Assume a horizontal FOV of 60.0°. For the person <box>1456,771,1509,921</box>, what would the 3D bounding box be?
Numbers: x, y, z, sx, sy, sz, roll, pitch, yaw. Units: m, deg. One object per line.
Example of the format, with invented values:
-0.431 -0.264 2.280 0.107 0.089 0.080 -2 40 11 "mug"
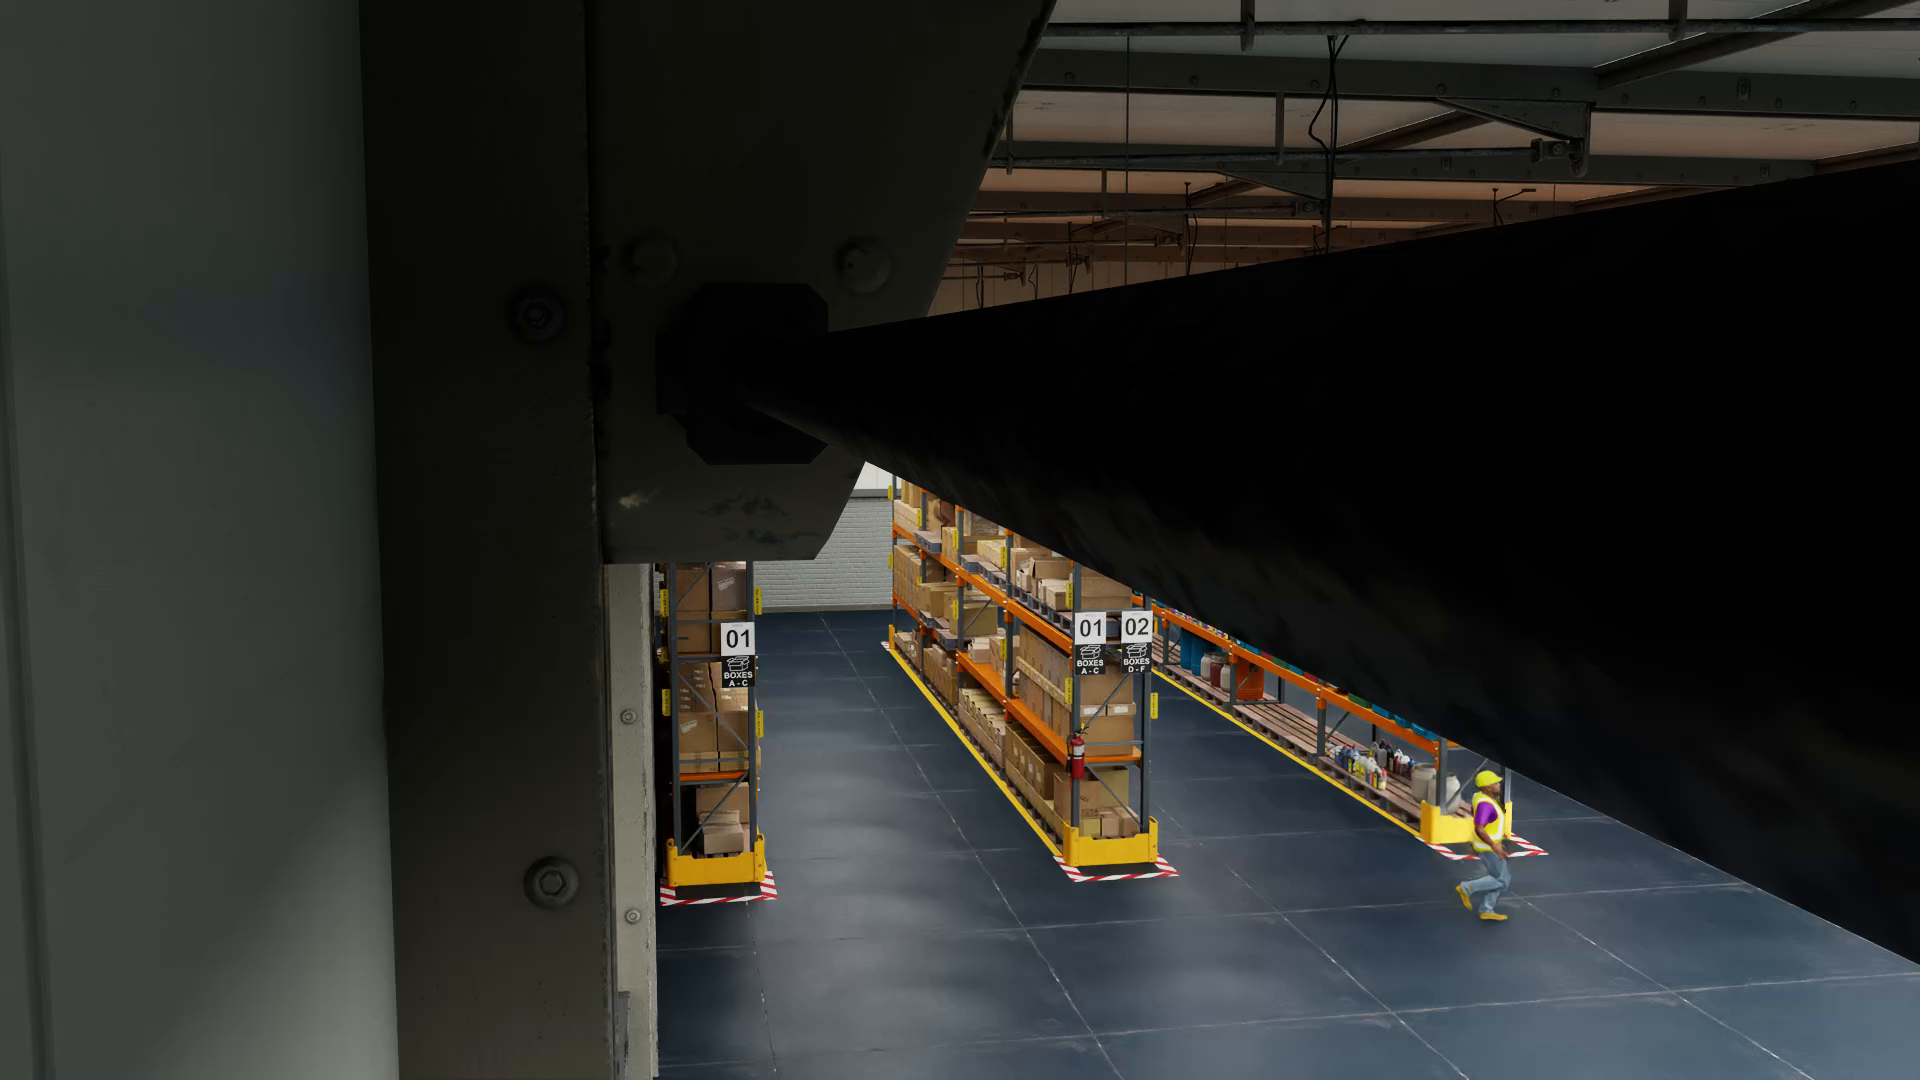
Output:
5.912 3.450 18.792 0.590 1.718 0.712 1 6 11 "person"
